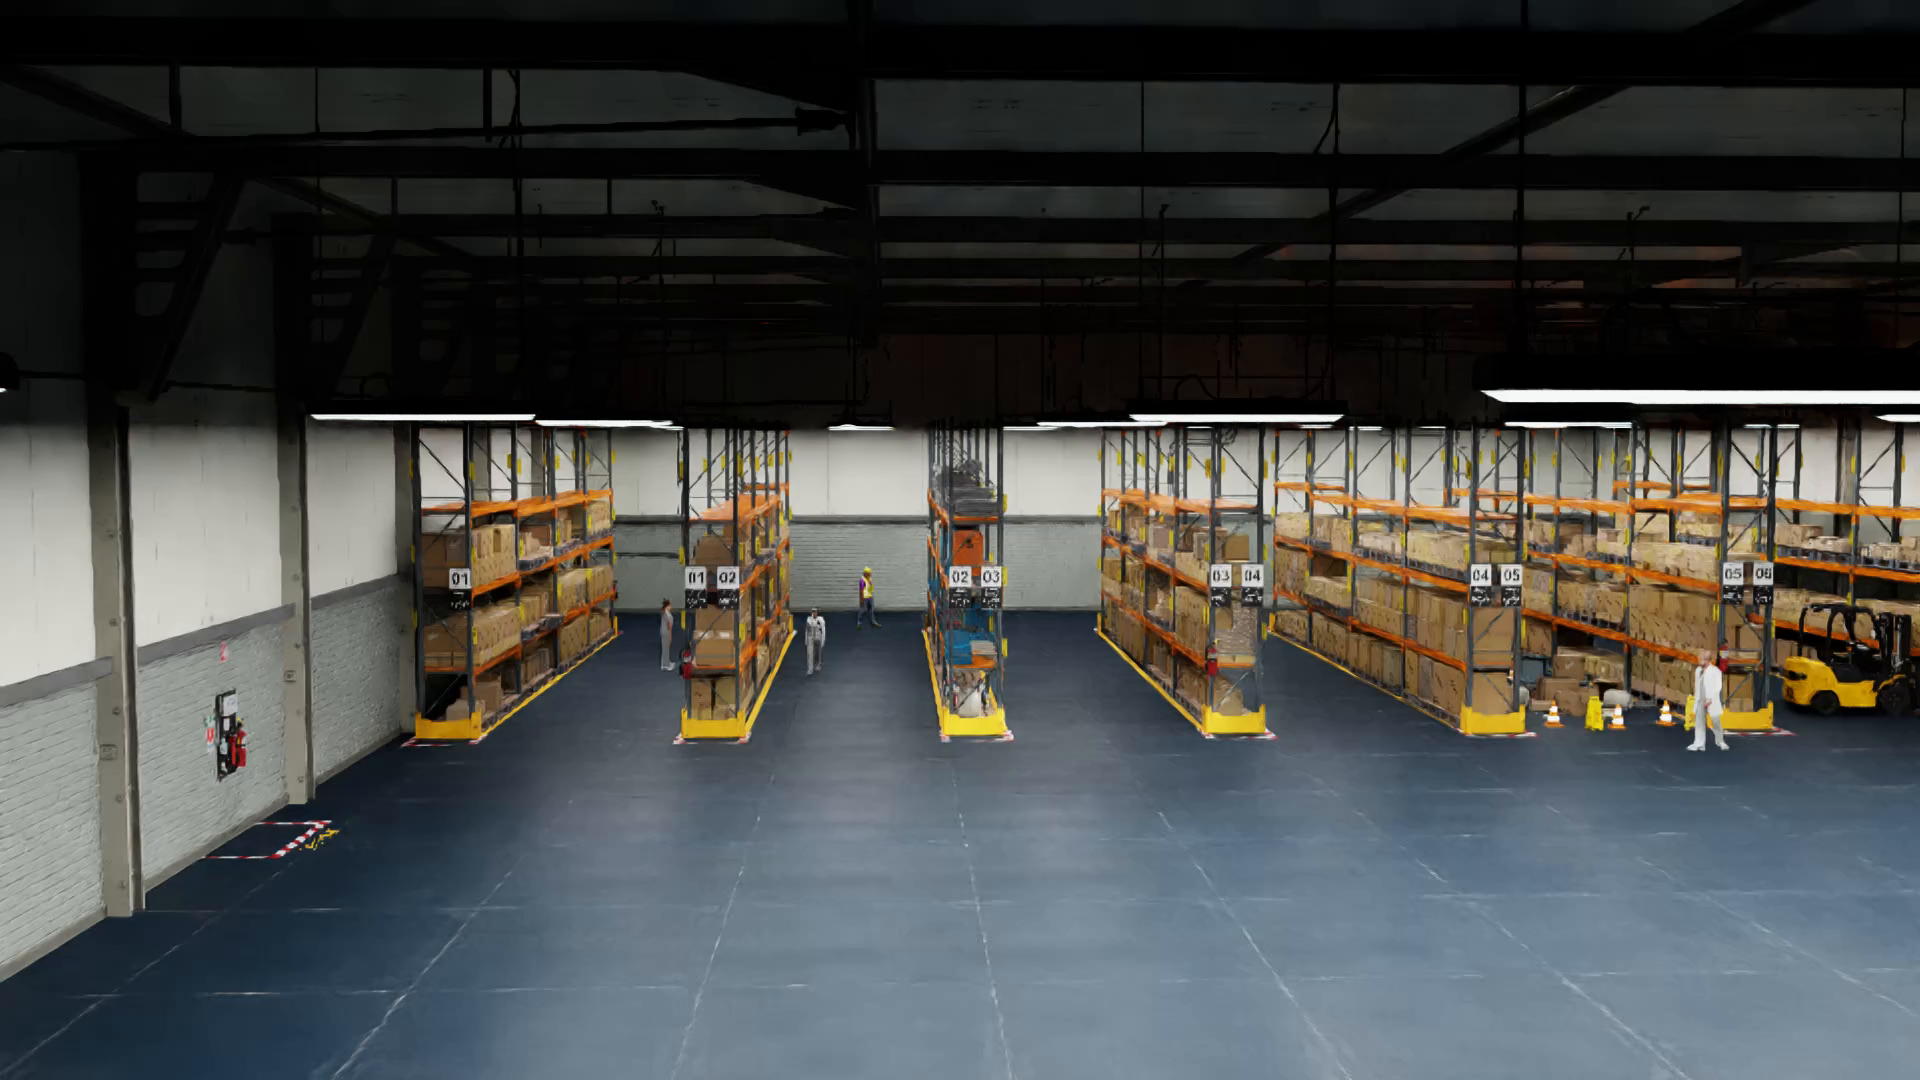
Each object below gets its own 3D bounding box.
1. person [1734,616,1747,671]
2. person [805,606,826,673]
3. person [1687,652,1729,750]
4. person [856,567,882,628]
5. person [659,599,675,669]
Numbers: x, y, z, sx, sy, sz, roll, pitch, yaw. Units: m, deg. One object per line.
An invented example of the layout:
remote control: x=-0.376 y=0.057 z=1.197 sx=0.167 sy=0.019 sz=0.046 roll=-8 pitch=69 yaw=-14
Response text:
person: x=16.643 y=2.506 z=35.549 sx=0.497 sy=1.765 sz=0.625 roll=2 pitch=4 yaw=28
person: x=-3.427 y=2.326 z=39.447 sx=0.488 sy=1.571 sz=1.079 roll=0 pitch=4 yaw=-5
person: x=13.452 y=2.890 z=29.892 sx=0.767 sy=1.771 sz=0.604 roll=-2 pitch=4 yaw=-32
person: x=-2.696 y=1.671 z=48.473 sx=0.532 sy=1.756 sz=0.731 roll=2 pitch=4 yaw=33
person: x=-7.025 y=2.256 z=40.061 sx=0.451 sy=1.679 sz=0.540 roll=-2 pitch=4 yaw=-32
